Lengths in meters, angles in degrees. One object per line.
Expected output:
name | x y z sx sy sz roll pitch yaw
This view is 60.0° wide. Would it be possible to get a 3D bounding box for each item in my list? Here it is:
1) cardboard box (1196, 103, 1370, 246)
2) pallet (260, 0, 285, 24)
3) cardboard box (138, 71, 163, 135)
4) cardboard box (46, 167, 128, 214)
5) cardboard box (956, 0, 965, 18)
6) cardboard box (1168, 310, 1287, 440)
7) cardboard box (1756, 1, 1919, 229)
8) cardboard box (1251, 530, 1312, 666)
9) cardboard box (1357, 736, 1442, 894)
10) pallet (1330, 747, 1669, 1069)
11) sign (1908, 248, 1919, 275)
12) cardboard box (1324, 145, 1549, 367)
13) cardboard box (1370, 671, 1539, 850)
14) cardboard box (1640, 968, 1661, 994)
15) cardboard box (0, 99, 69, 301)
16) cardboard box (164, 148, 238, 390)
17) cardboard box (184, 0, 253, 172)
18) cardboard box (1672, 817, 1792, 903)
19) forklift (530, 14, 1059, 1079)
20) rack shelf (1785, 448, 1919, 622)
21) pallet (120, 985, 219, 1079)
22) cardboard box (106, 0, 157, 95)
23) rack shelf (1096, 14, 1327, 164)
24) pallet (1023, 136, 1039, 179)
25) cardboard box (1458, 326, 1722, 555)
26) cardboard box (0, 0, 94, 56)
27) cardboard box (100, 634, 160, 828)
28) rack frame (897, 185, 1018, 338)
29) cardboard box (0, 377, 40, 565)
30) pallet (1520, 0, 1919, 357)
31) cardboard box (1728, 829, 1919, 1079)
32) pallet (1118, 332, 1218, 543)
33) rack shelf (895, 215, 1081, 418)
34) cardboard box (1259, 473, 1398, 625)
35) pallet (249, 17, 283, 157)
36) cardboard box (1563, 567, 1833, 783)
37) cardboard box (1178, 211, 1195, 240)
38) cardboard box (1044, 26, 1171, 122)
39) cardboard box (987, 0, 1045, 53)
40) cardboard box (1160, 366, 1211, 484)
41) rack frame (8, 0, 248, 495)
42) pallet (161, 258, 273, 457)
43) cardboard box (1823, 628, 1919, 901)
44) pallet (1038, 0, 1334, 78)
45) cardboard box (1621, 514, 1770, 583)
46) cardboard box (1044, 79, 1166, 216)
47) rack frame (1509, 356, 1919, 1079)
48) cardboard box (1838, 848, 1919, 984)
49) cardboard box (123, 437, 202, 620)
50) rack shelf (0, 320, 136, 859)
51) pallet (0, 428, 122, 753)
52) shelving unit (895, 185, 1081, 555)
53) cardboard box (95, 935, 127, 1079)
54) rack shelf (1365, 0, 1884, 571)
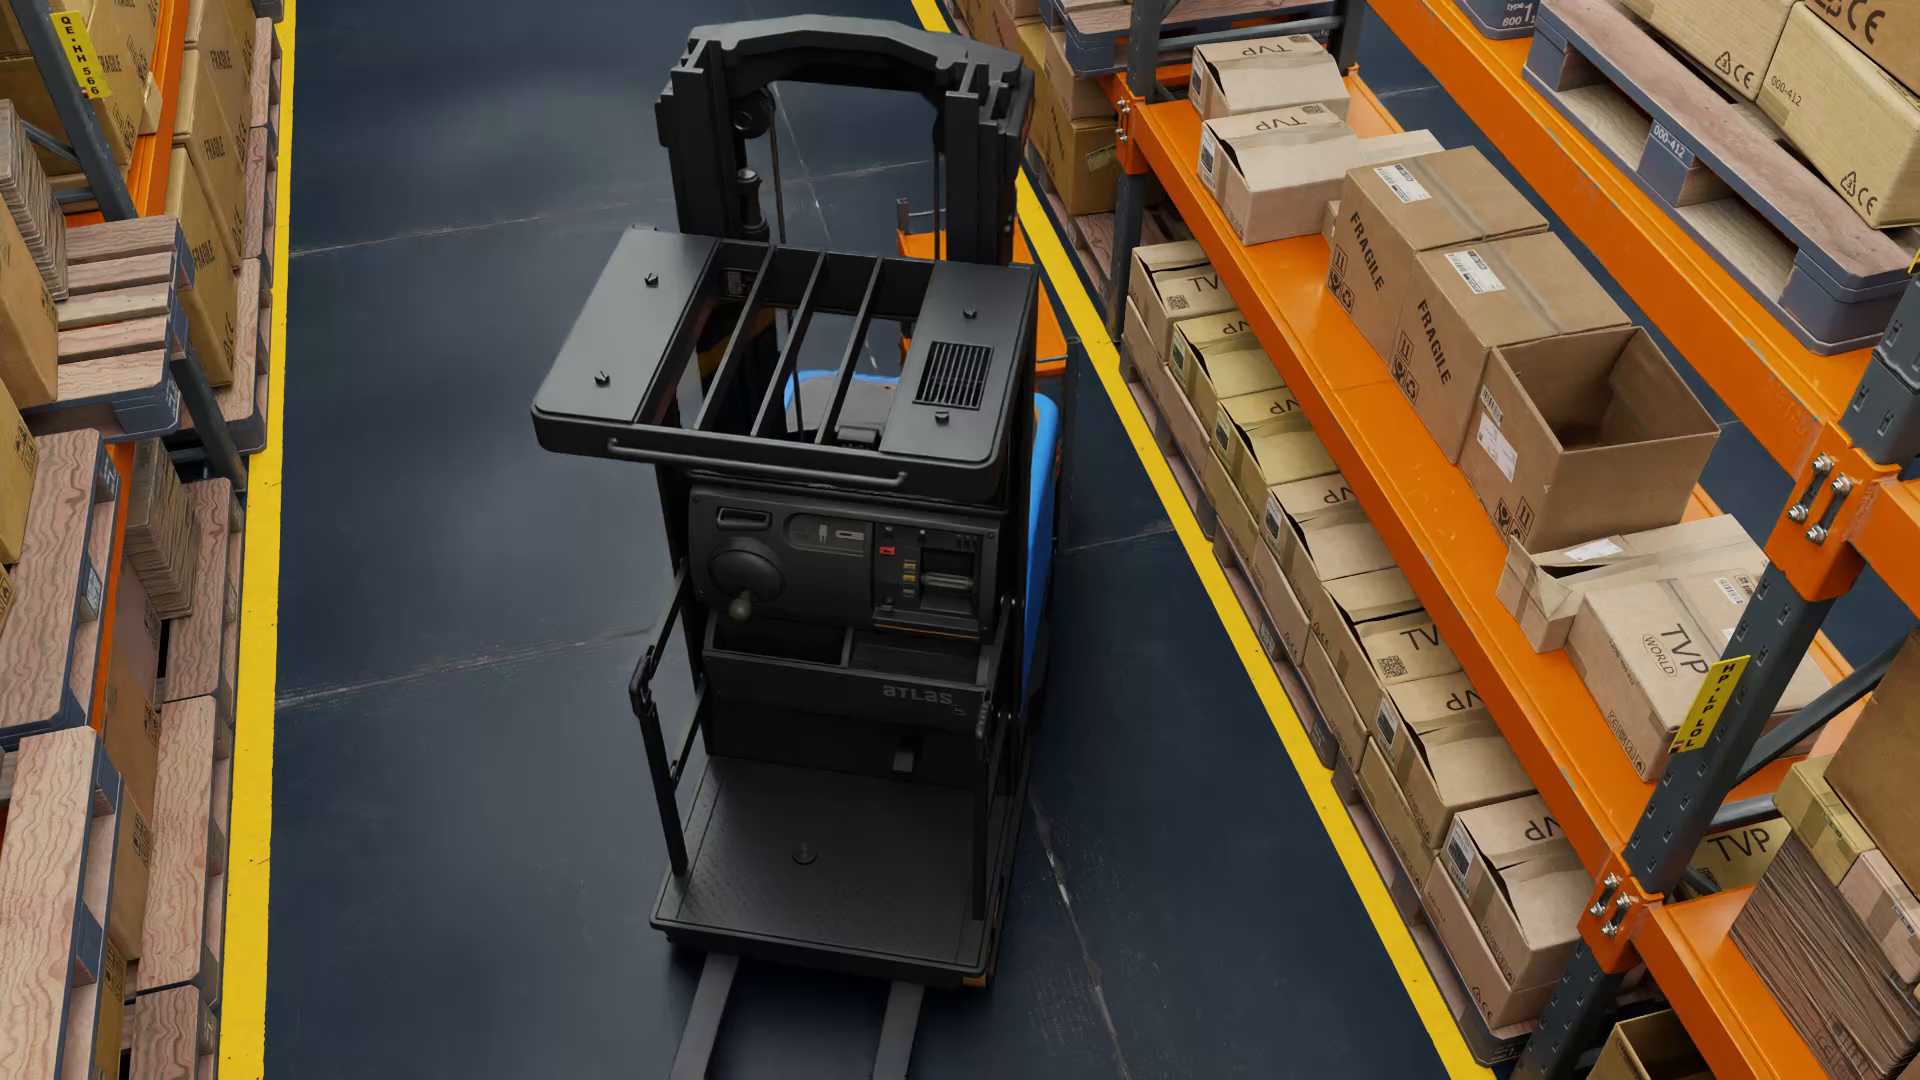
cardboard box | 1.241 -1.429 6.363 0.500 0.311 0.500 -11 47 -11
pallet | -4.731 -3.530 10.312 1.003 0.211 1.213 -11 47 -10
cardboard box | -3.491 -1.768 6.795 0.380 0.149 0.250 -9 46 -9
cardboard box | -3.449 -1.393 6.428 0.380 0.149 0.250 -11 47 -11
cardboard box | 0.211 -3.409 9.684 0.500 0.500 0.500 -10 46 -10
cardboard box | 1.192 -0.718 6.842 0.500 0.311 0.500 -12 47 -11
cardboard box | 2.075 -0.923 3.516 0.500 0.250 0.500 -6 46 -6
cardboard box | 1.449 0.176 6.359 0.500 0.250 0.500 -10 46 -10
cardboard box | 1.709 0.881 5.668 0.500 0.250 0.500 -11 47 -11
pallet | 1.997 1.123 5.752 1.003 0.211 1.213 -11 47 -10
sign | 1.701 -0.586 2.793 0.100 0.325 0.005 -11 47 -10
cardboard box | 1.645 -0.993 5.803 0.500 0.500 0.500 -13 47 -12
cardboard box | 1.703 0.682 5.470 0.500 0.311 0.500 -10 46 -9
cardboard box | 2.360 1.140 5.414 0.500 0.250 0.500 -12 47 -11
cardboard box | -3.458 -1.071 5.572 0.700 0.500 0.500 -16 48 -15
cardboard box | -3.650 -1.131 7.220 0.750 0.750 0.750 -11 47 -11
cardboard box | -4.090 -2.323 8.388 0.750 0.750 0.750 -9 46 -9
cardboard box | 2.358 0.937 5.221 0.500 0.311 0.500 -11 47 -10
forklift | -0.383 0.174 4.778 1.130 2.935 3.031 7 46 7
rack shelf | 2.735 1.231 2.097 1.077 0.370 4.000 -11 47 -10
pallet | -2.765 1.996 4.897 1.003 0.211 1.213 -11 47 -10
cardboard box | -3.590 -2.096 6.663 0.500 0.500 0.500 -9 46 -9
rack shelf | 0.687 -3.242 8.581 1.077 0.370 4.000 -11 47 -10
pallet | 0.736 -2.500 9.303 1.003 0.211 1.213 -11 47 -10
cardboard box | 1.908 -0.283 5.108 0.500 0.500 0.500 -8 46 -7
cardboard box | -3.463 -1.994 6.037 0.500 0.250 0.500 -10 46 -9
cardboard box | -3.180 0.719 5.639 0.700 0.500 0.500 -11 47 -11
rack frame | -0.011 -1.023 7.216 0.500 1.125 0.032 -9 46 -8
cardboard box | -3.118 -0.215 4.733 0.700 0.500 0.500 -11 47 -10
pallet | 1.985 -0.941 3.856 0.805 0.209 1.217 -12 47 -12
cardboard box | 2.343 0.919 3.930 0.700 0.500 0.500 -12 47 -11
pallet | 1.372 -0.562 7.403 1.003 0.211 1.213 -11 47 -10
rack shelf | 0.093 -0.873 6.659 0.538 0.278 1.000 -9 46 -8
cardboard box | 1.453 -0.010 6.149 0.500 0.311 0.500 -11 47 -11
pallet | -4.342 -2.471 9.275 1.003 0.211 1.213 -11 47 -10
cardboard box | 2.055 0.369 4.644 0.500 0.250 0.500 -8 46 -8
cardboard box | 1.359 -1.759 8.066 0.500 0.500 0.500 -9 46 -9
cardboard box | 0.714 -2.296 8.067 0.500 0.250 0.500 -9 46 -9
cardboard box | 0.460 -2.713 9.002 0.500 0.500 0.500 -12 47 -12
cardboard box | 1.179 -0.535 7.056 0.500 0.250 0.500 -12 47 -11
rack frame | -3.588 -1.205 6.081 1.000 3.000 0.127 -11 47 -10
pallet | -3.717 -0.787 7.624 1.003 0.211 1.213 -11 47 -10
cardboard box | 2.343 0.465 3.467 0.700 0.500 0.500 -10 47 -10
pallet | 0.958 -2.501 7.486 1.213 0.211 1.003 -11 47 -10
cardboard box | 2.194 0.087 4.991 0.380 0.149 0.250 -11 47 -10
cardboard box | 0.733 -1.995 8.298 0.500 0.500 0.500 -9 46 -9
rack frame | 2.223 0.649 4.265 1.000 3.000 0.127 -11 47 -10
cardboard box | 2.169 0.781 3.611 0.380 0.149 0.250 -10 46 -10
cardboard box | -3.354 0.004 6.339 0.700 0.500 0.500 -10 46 -10
rack shelf | -3.076 0.428 4.985 1.077 0.370 4.000 -11 47 -10
pallet | -3.042 0.222 4.818 1.003 0.211 1.213 -11 47 -10
shelving unit | 0.093 -0.668 6.868 0.538 1.125 1.048 -9 46 -8
cardboard box | -2.950 1.425 4.946 0.700 0.500 0.500 -12 47 -11
rack shelf | 1.711 -1.530 4.804 1.077 0.370 4.000 -11 47 -10
